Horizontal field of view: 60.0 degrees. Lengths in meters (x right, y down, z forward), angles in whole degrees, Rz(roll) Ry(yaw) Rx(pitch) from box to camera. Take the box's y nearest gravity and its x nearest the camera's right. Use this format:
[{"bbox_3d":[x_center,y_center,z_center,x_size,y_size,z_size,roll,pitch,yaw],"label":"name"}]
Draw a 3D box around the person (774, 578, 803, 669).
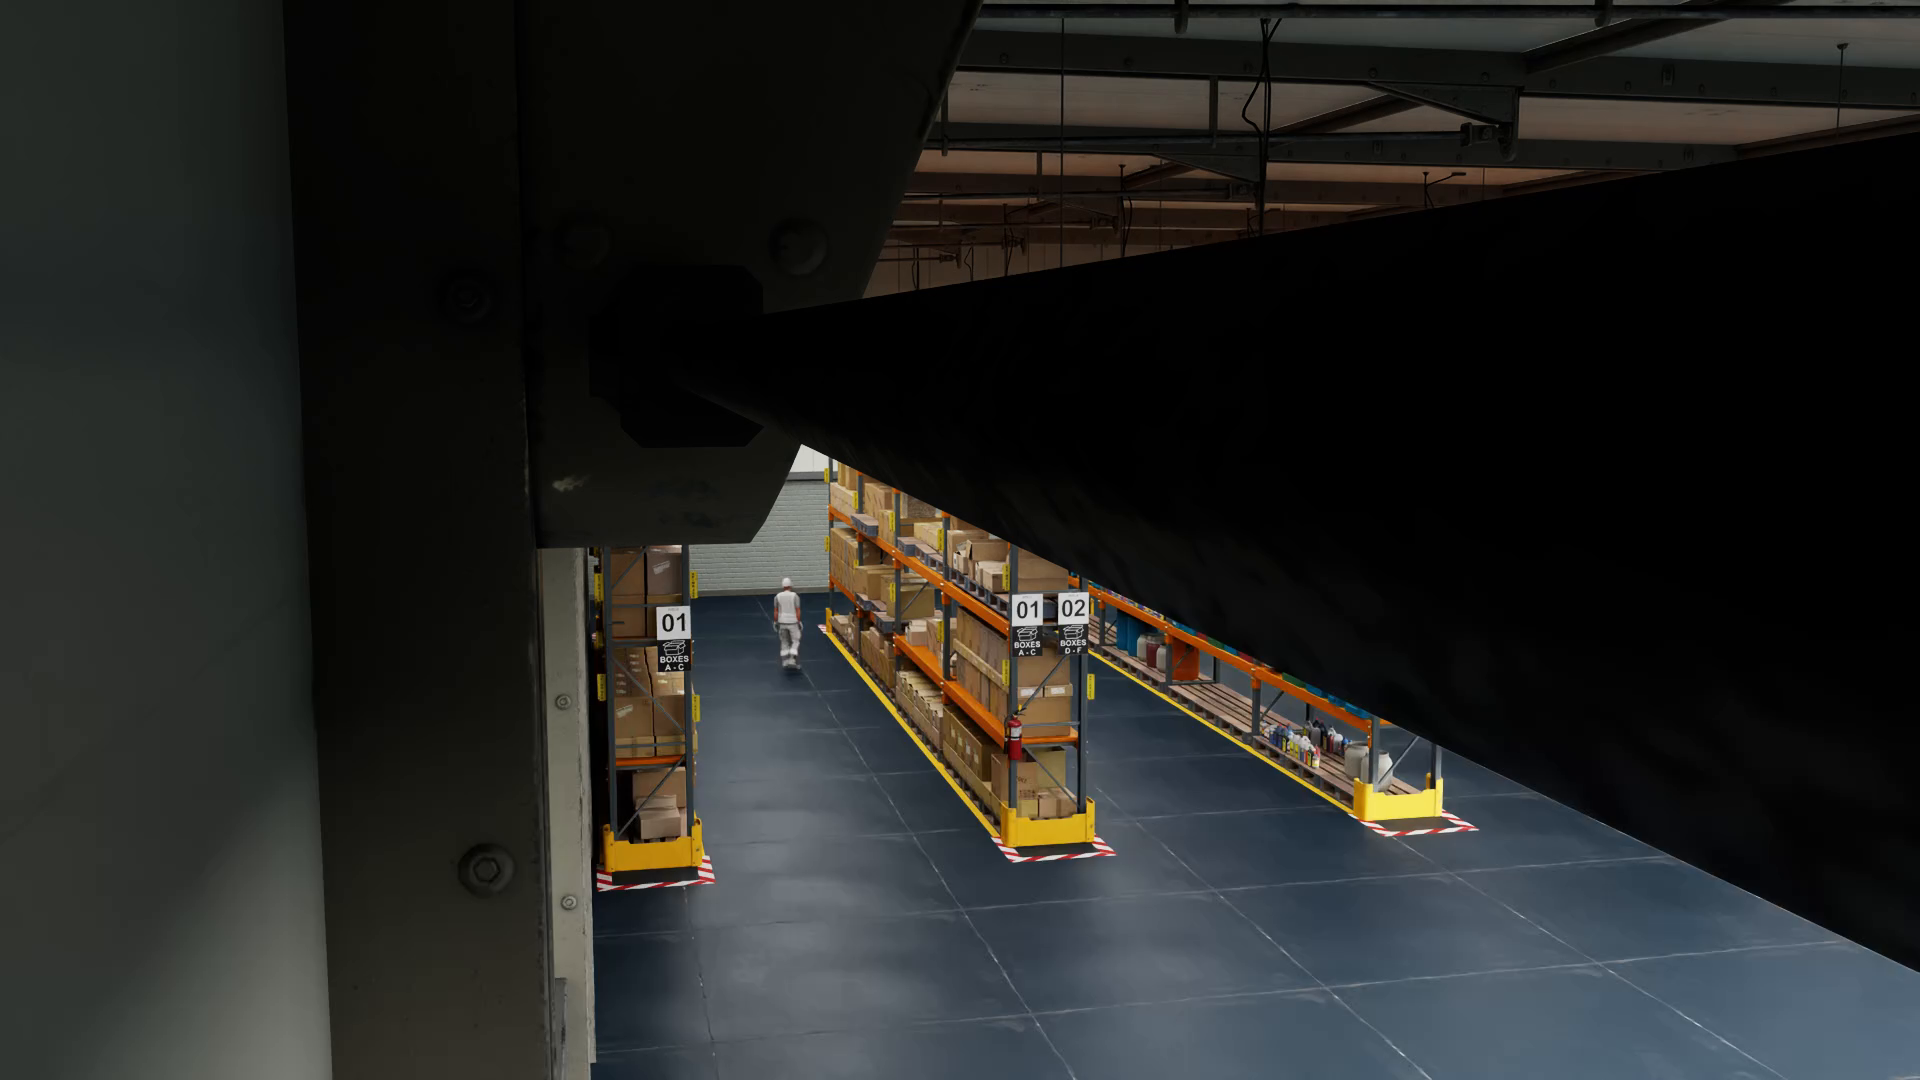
[{"bbox_3d":[-3.338,1.626,32.245,0.592,1.789,0.519,2,7,15],"label":"person"}]
